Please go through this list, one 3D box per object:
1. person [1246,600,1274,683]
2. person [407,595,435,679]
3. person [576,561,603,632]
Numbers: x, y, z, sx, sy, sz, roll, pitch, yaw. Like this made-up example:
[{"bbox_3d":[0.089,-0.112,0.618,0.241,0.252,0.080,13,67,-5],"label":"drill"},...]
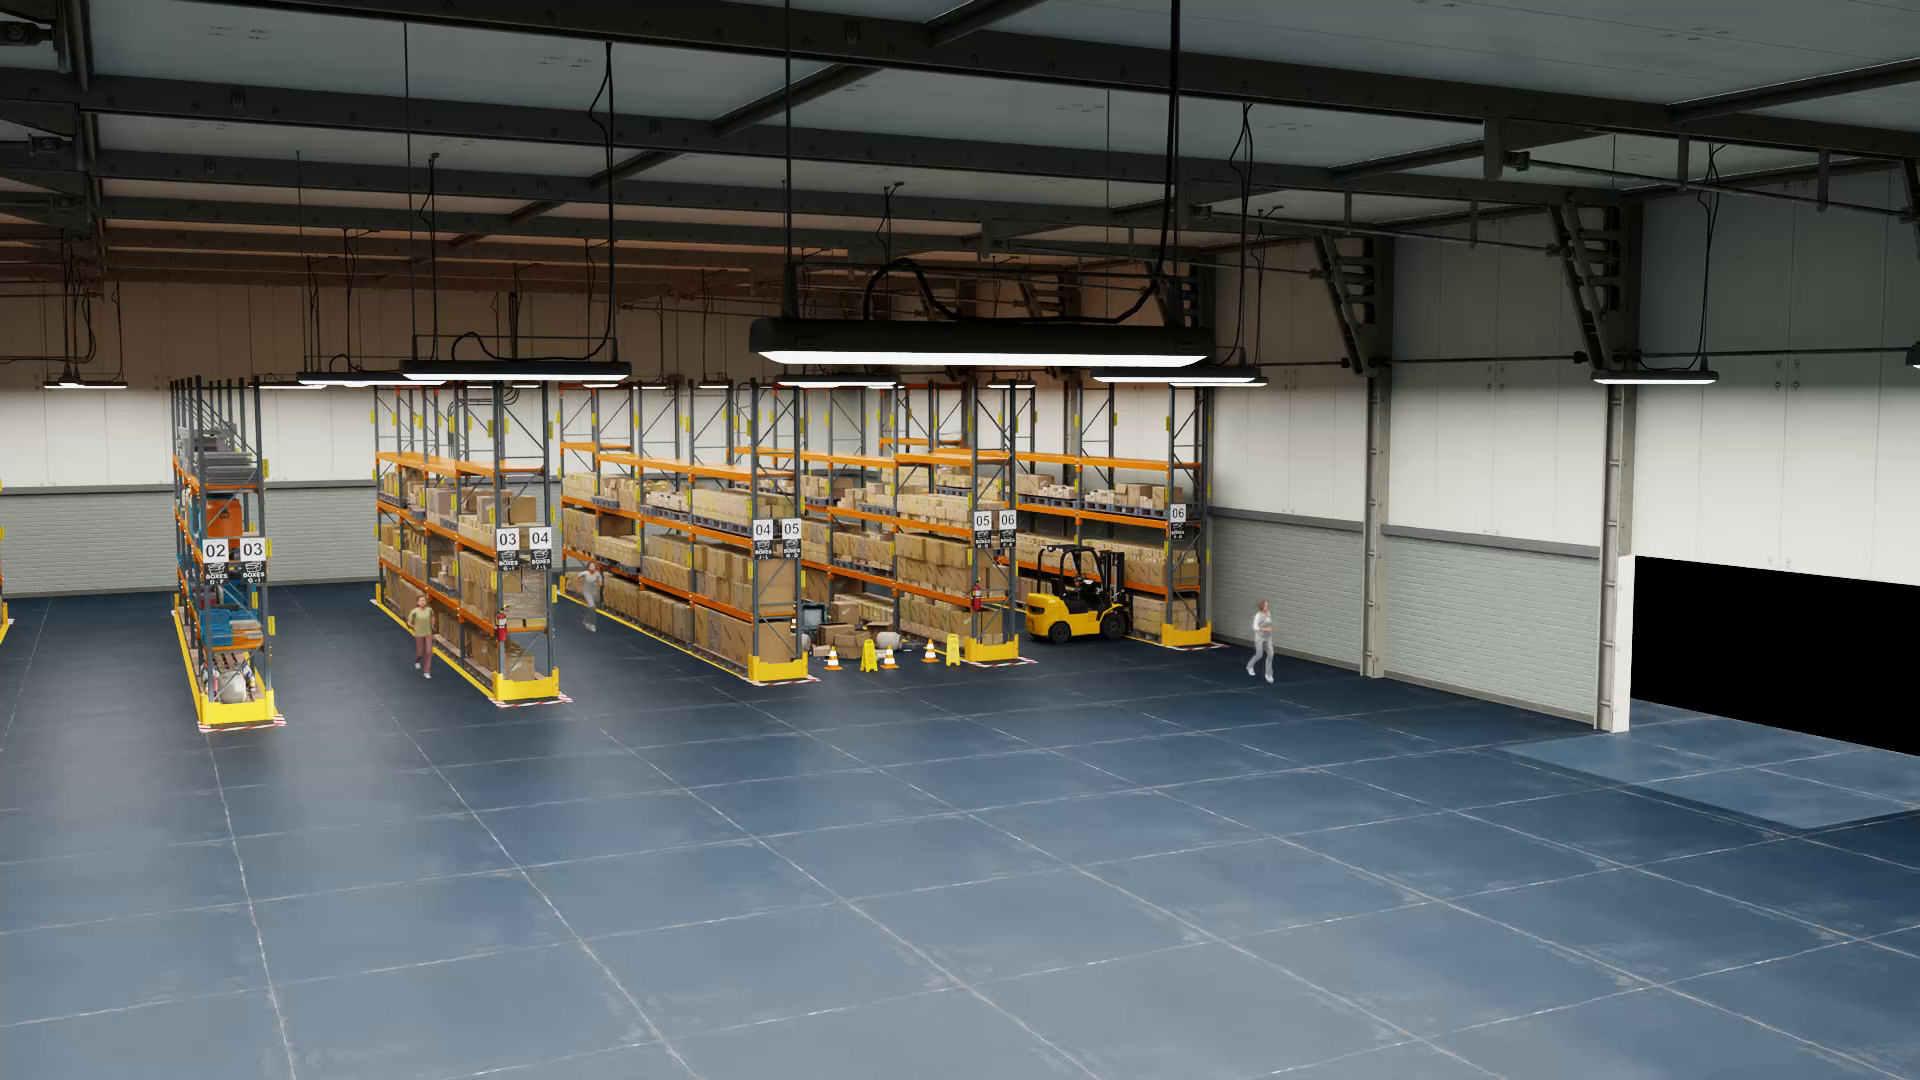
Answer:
[{"bbox_3d":[5.976,2.009,33.003,0.562,1.654,0.771,-3,6,-34],"label":"person"},{"bbox_3d":[-10.820,1.932,33.492,0.579,1.665,0.863,-3,6,-31],"label":"person"},{"bbox_3d":[-8.892,1.353,39.962,0.586,1.675,0.832,-3,6,-29],"label":"person"}]
